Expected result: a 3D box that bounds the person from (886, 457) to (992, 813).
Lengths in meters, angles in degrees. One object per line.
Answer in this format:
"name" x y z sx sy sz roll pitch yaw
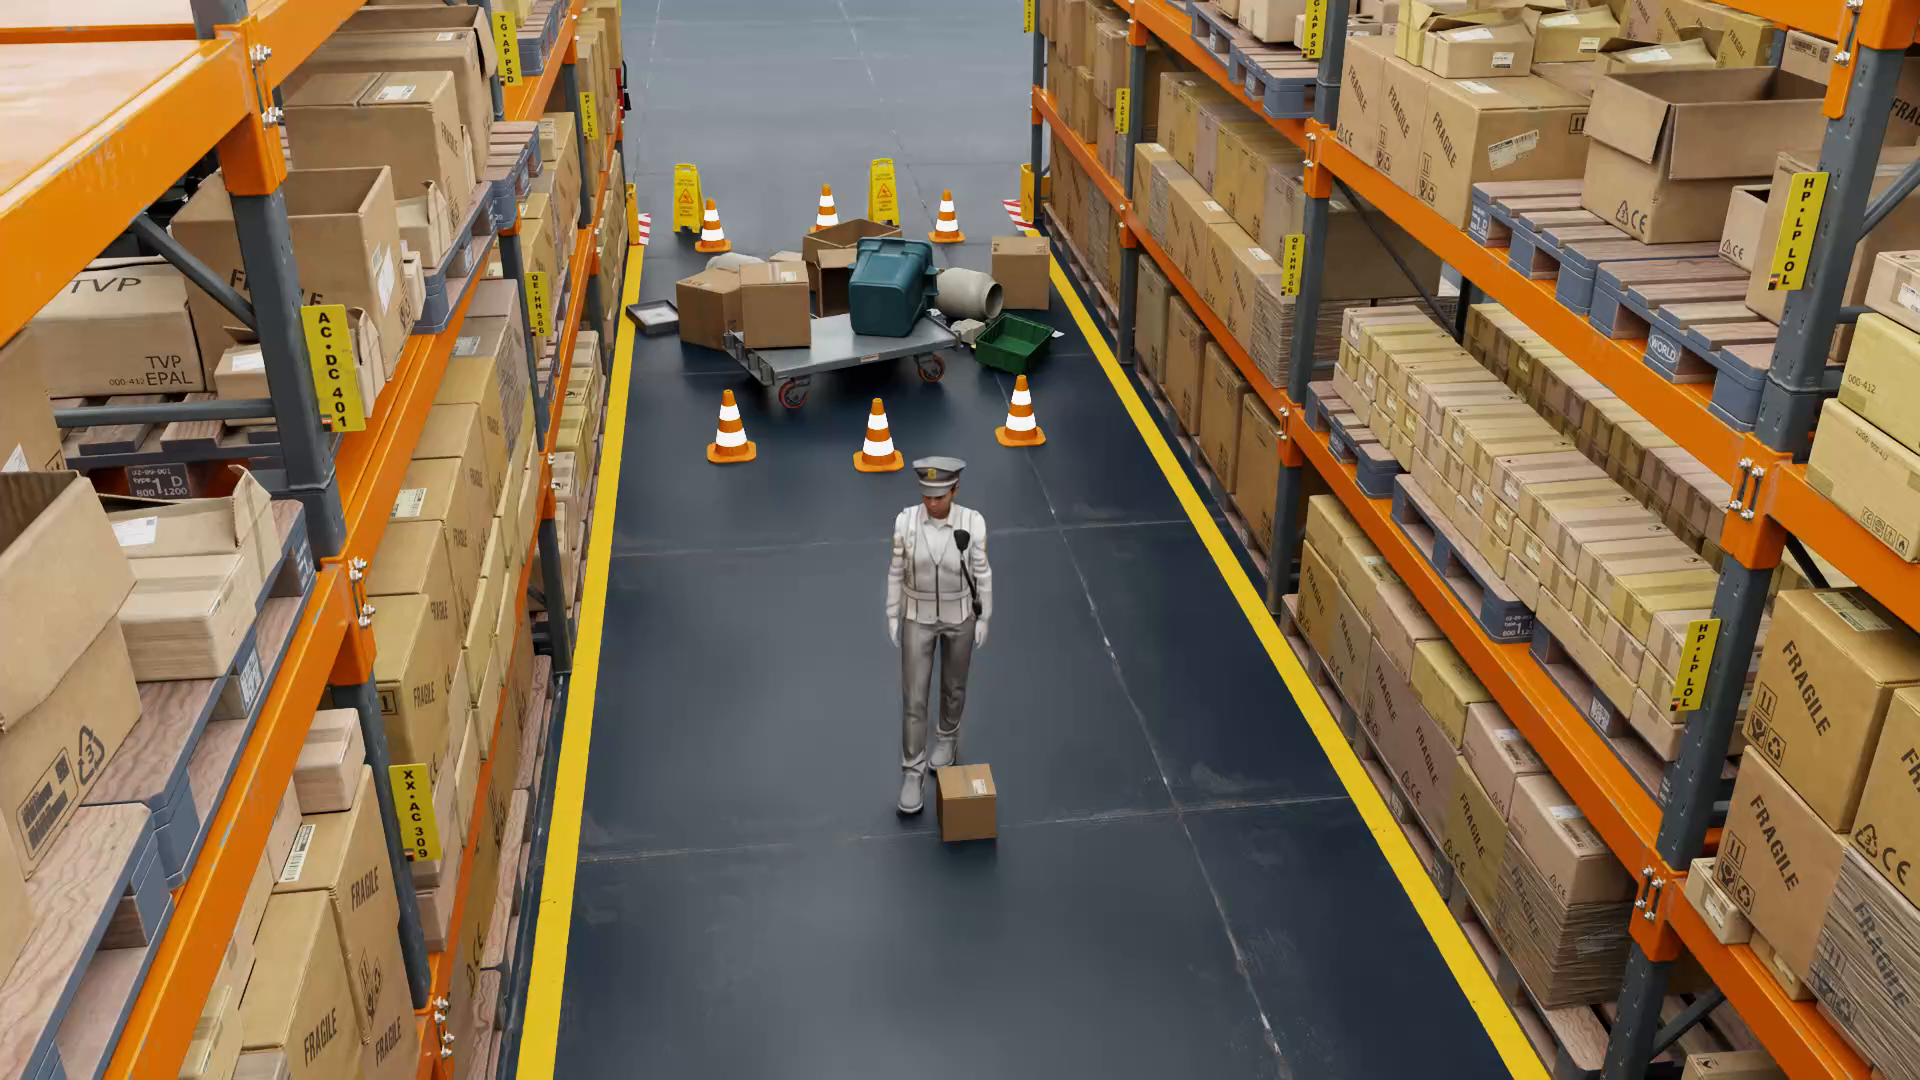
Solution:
"person" -0.102 0.433 7.748 0.506 1.667 0.673 0 27 0
